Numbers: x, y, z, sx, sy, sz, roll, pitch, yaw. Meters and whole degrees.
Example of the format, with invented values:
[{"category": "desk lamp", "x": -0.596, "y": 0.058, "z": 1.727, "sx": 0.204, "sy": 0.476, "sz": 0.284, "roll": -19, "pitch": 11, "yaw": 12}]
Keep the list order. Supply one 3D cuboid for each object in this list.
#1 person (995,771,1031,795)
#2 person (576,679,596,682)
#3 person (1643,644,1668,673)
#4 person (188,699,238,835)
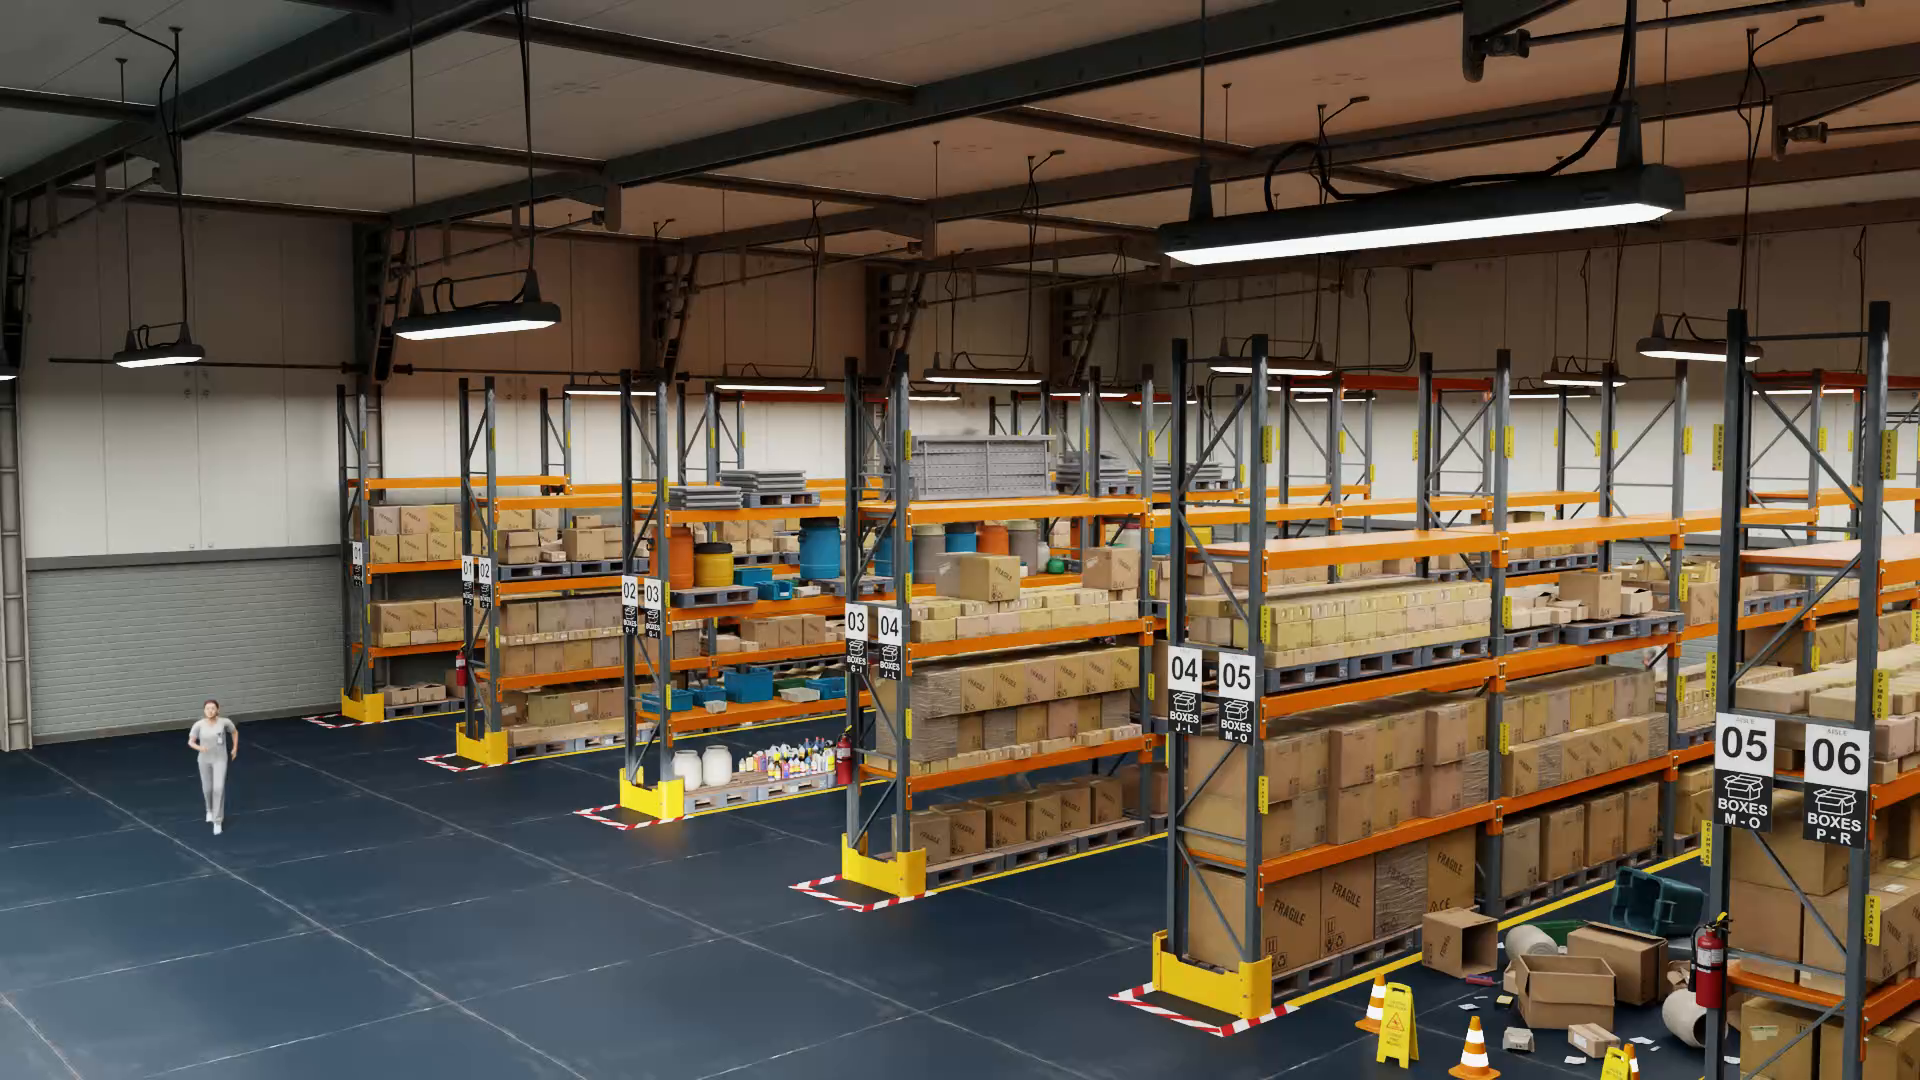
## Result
[{"category": "person", "x": 0.728, "y": 2.867, "z": 22.297, "sx": 0.588, "sy": 1.732, "sz": 0.705, "roll": 3, "pitch": 5, "yaw": 39}, {"category": "person", "x": -6.518, "y": 2.368, "z": 29.322, "sx": 0.937, "sy": 1.831, "sz": 0.688, "roll": -3, "pitch": 5, "yaw": -42}, {"category": "person", "x": 12.225, "y": 2.386, "z": 28.984, "sx": 0.655, "sy": 1.751, "sz": 0.506, "roll": -1, "pitch": 4, "yaw": -16}, {"category": "person", "x": -9.701, "y": 2.908, "z": 21.617, "sx": 0.582, "sy": 1.698, "sz": 0.846, "roll": -1, "pitch": 4, "yaw": -20}]
